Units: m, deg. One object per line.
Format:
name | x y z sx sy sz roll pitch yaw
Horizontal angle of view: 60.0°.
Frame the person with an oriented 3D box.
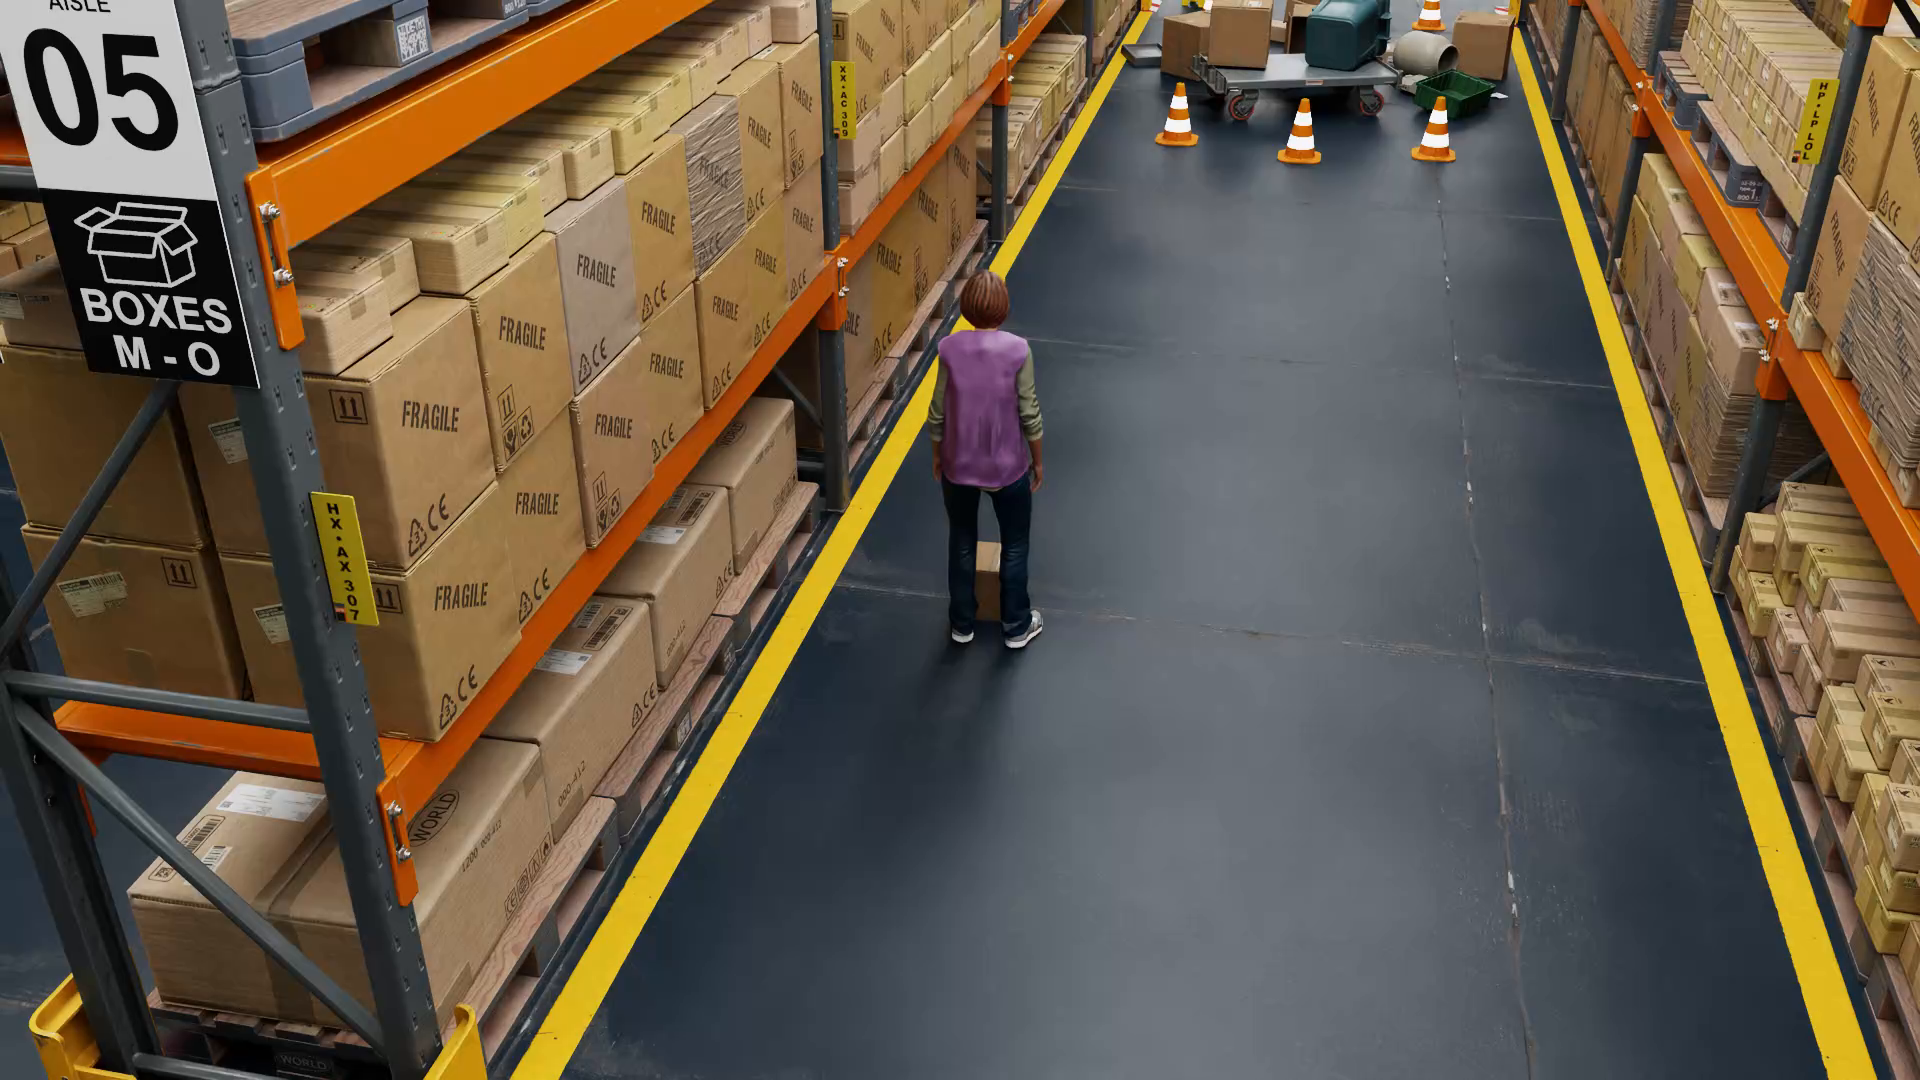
person | 0.105 -0.292 6.661 0.466 1.592 0.349 6 30 10
